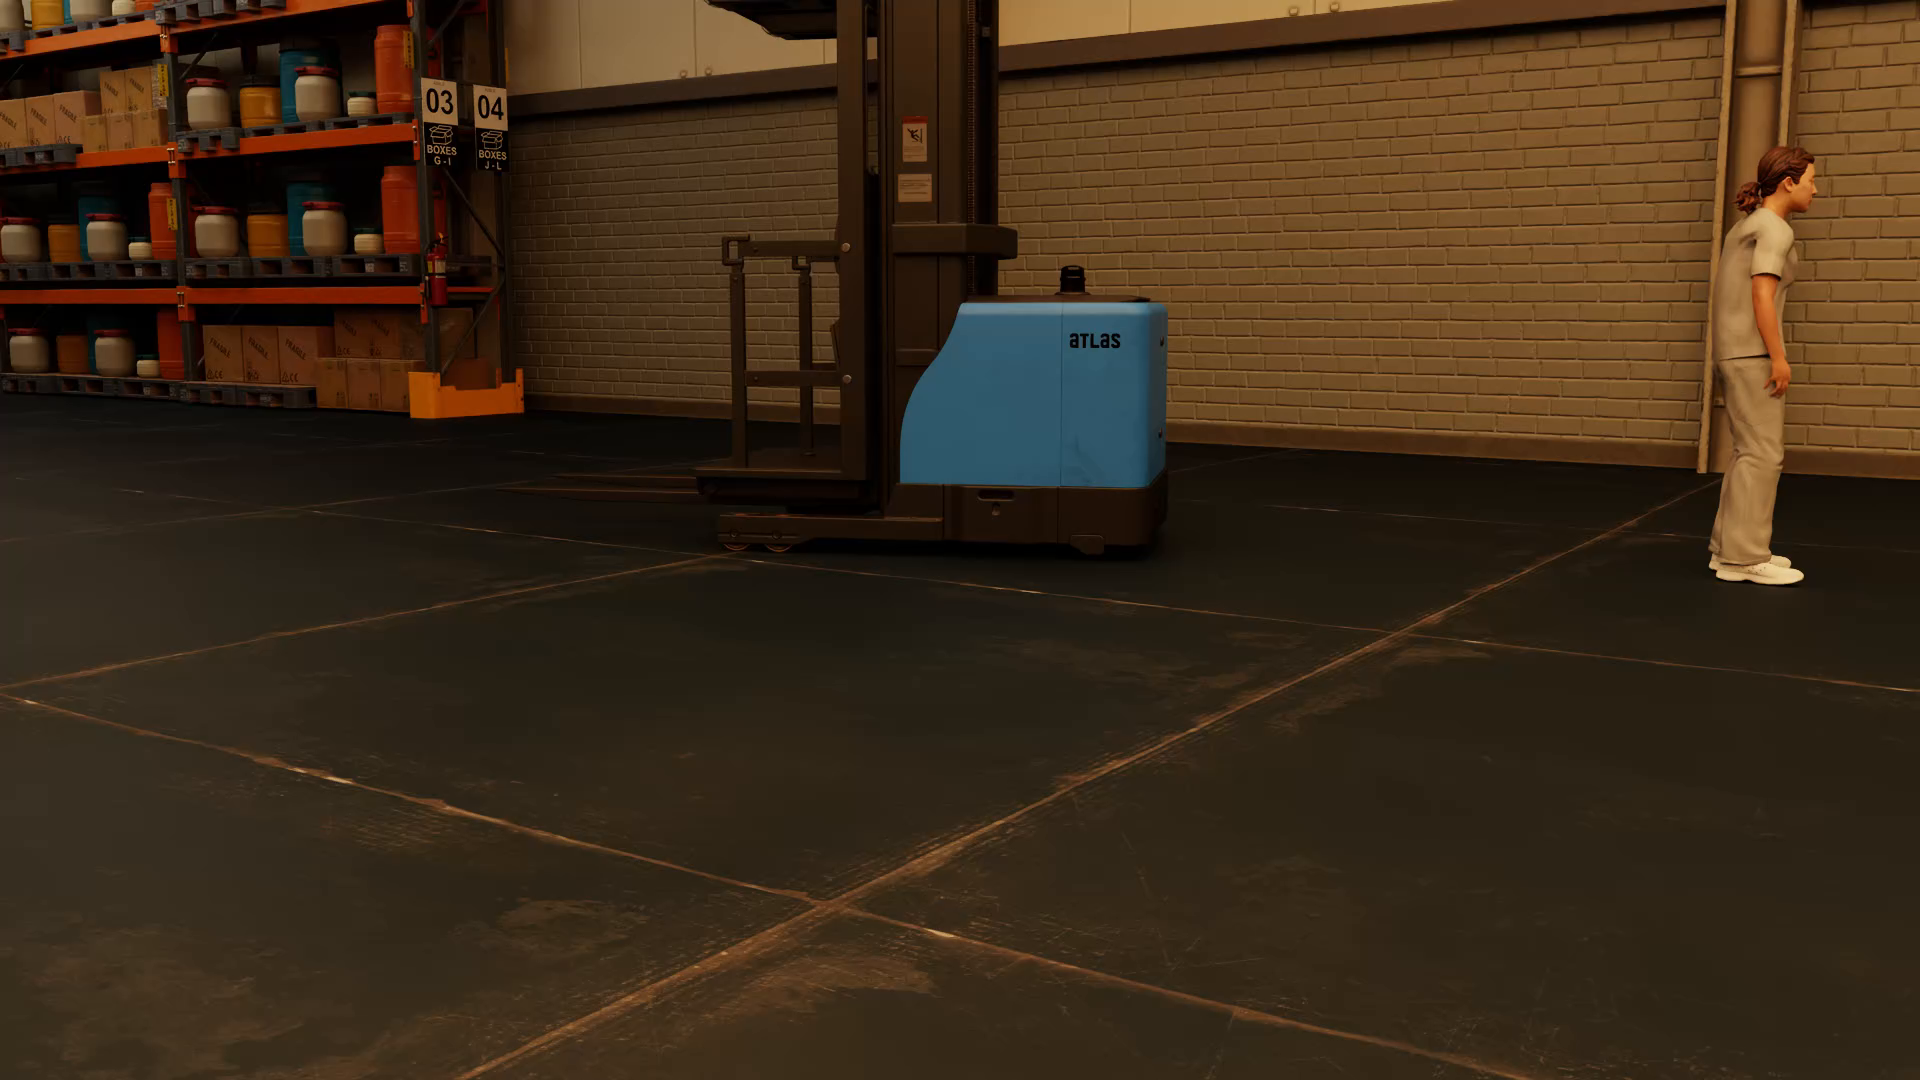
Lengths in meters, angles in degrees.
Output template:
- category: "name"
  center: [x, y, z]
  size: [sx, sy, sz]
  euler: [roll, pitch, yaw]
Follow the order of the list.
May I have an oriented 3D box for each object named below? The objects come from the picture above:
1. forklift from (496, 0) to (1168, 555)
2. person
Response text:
- category: "forklift"
  center: [-0.596, -1.469, 7.520]
  size: [3.031, 2.935, 1.130]
  euler: [2, 8, 12]
- category: "person"
  center: [3.128, -0.687, 6.497]
  size: [0.360, 1.672, 0.515]
  euler: [2, 8, 16]
